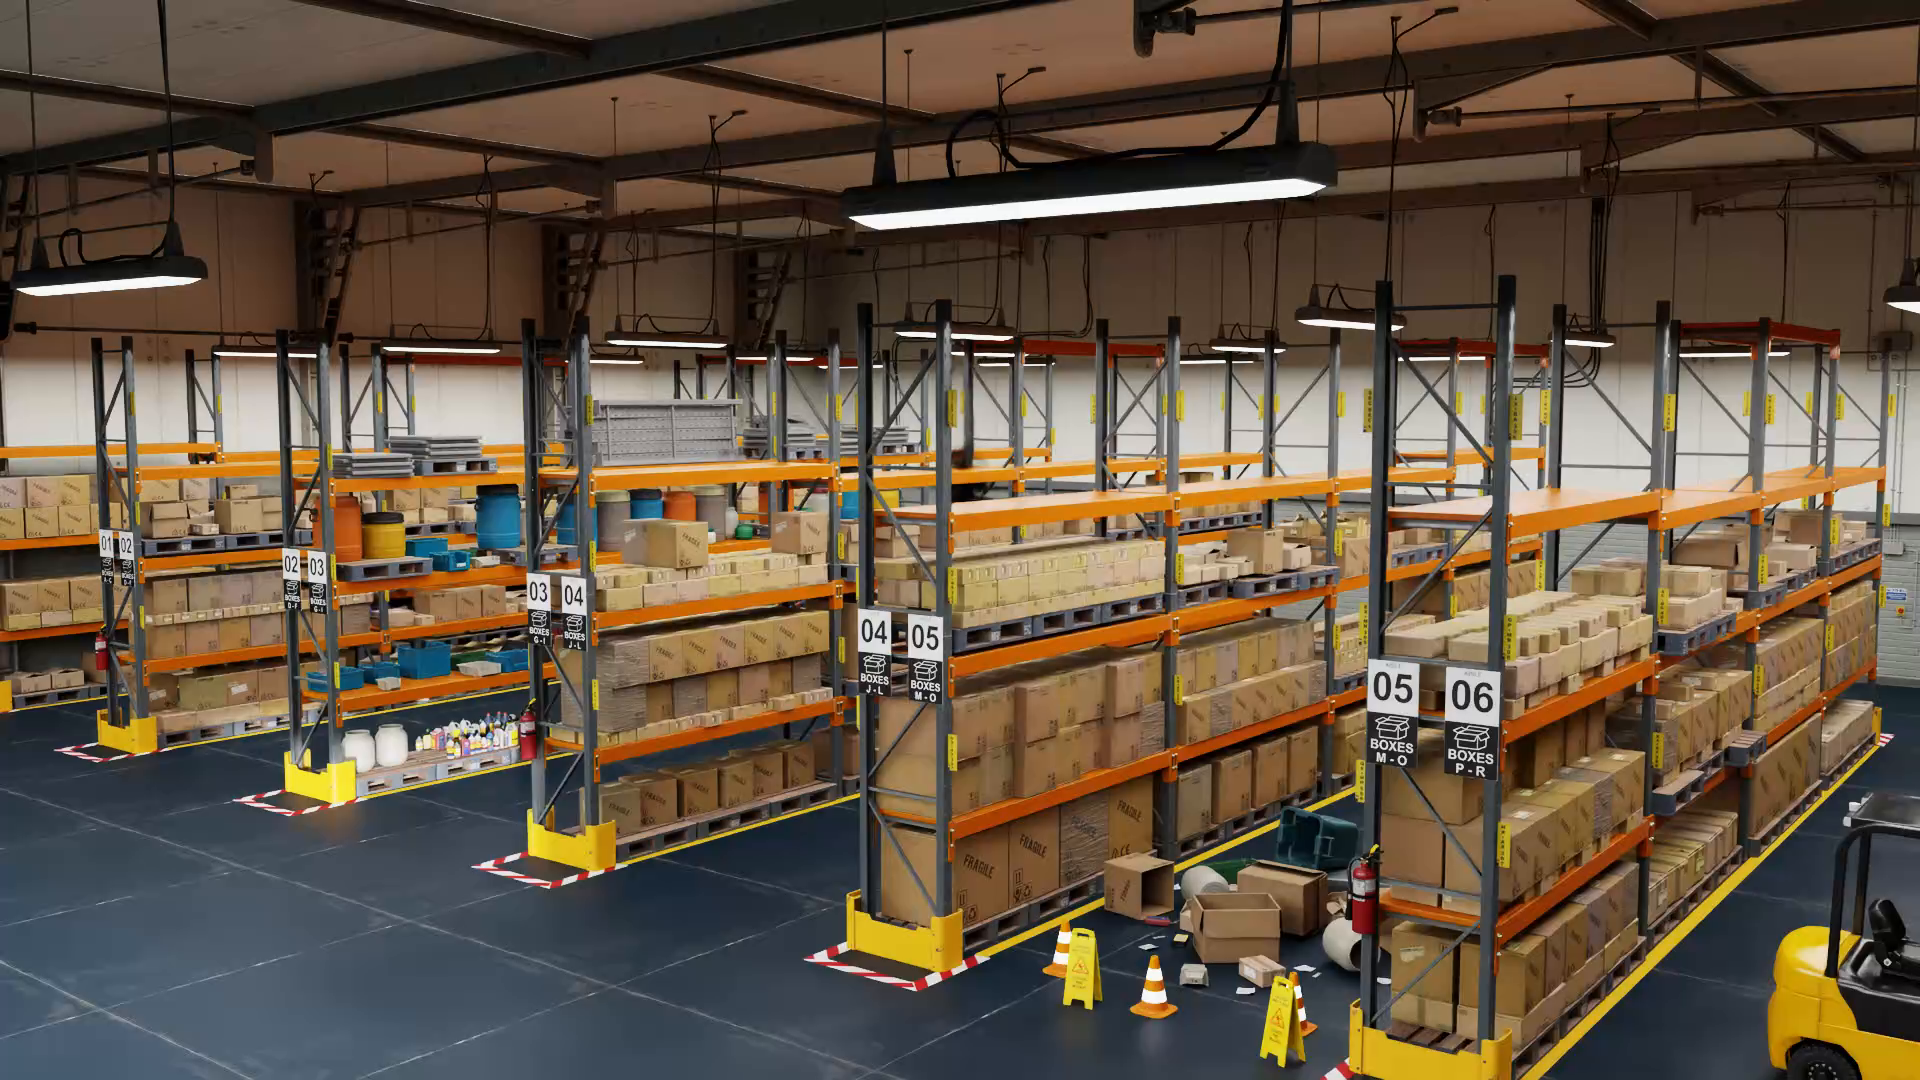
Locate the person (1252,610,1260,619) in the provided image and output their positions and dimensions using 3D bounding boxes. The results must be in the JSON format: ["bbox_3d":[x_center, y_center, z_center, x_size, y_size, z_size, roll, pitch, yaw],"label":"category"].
[{"bbox_3d":[4.831,1.949,26.770,0.676,1.802,0.854,3,6,31],"label":"person"}]

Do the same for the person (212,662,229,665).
[{"bbox_3d":[-12.334,1.892,27.903,0.699,1.745,0.786,2,5,20],"label":"person"}]

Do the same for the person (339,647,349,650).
[{"bbox_3d":[-10.781,1.827,29.206,0.536,1.598,0.550,4,6,36],"label":"person"}]
